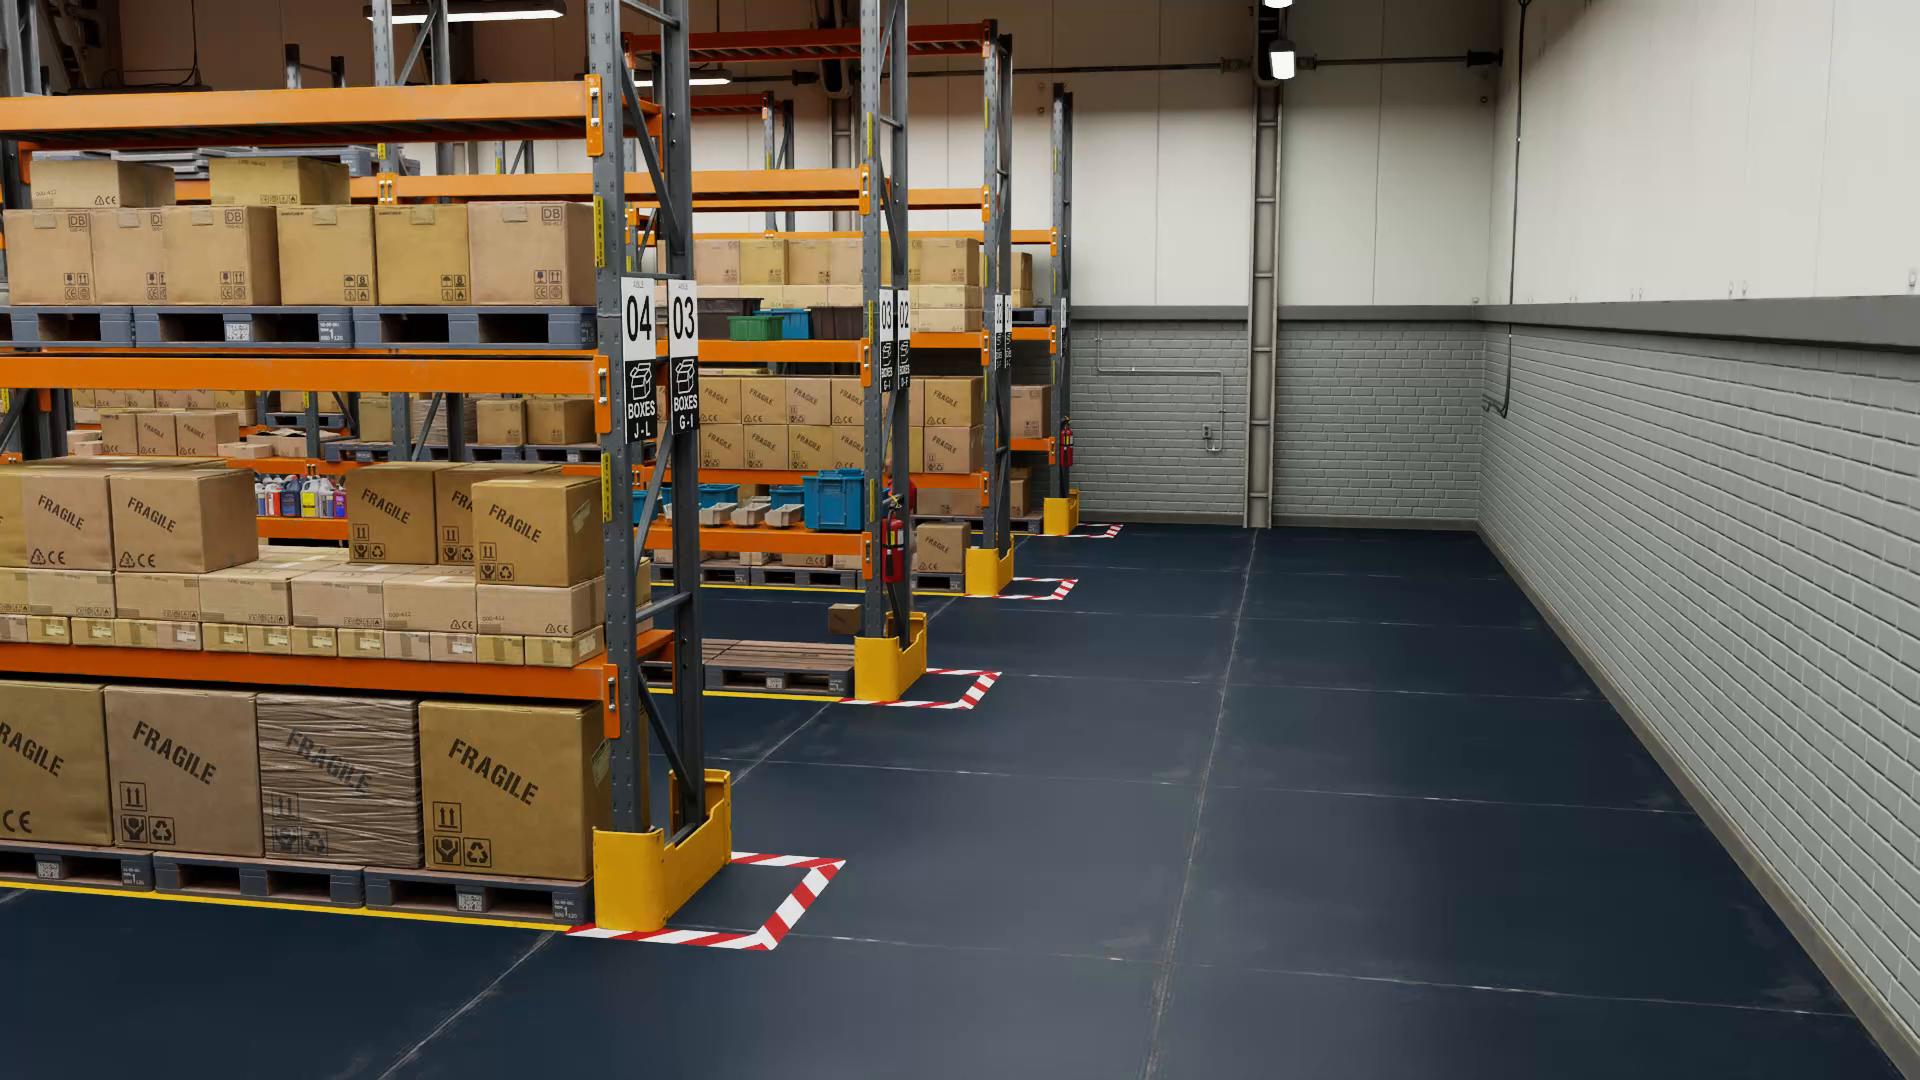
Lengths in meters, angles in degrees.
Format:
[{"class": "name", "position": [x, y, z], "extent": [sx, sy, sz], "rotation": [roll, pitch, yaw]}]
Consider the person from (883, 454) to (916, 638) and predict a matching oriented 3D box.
[{"class": "person", "position": [-0.619, 0.044, 15.598], "extent": [0.359, 1.722, 0.529], "rotation": [2, 8, 13]}]
